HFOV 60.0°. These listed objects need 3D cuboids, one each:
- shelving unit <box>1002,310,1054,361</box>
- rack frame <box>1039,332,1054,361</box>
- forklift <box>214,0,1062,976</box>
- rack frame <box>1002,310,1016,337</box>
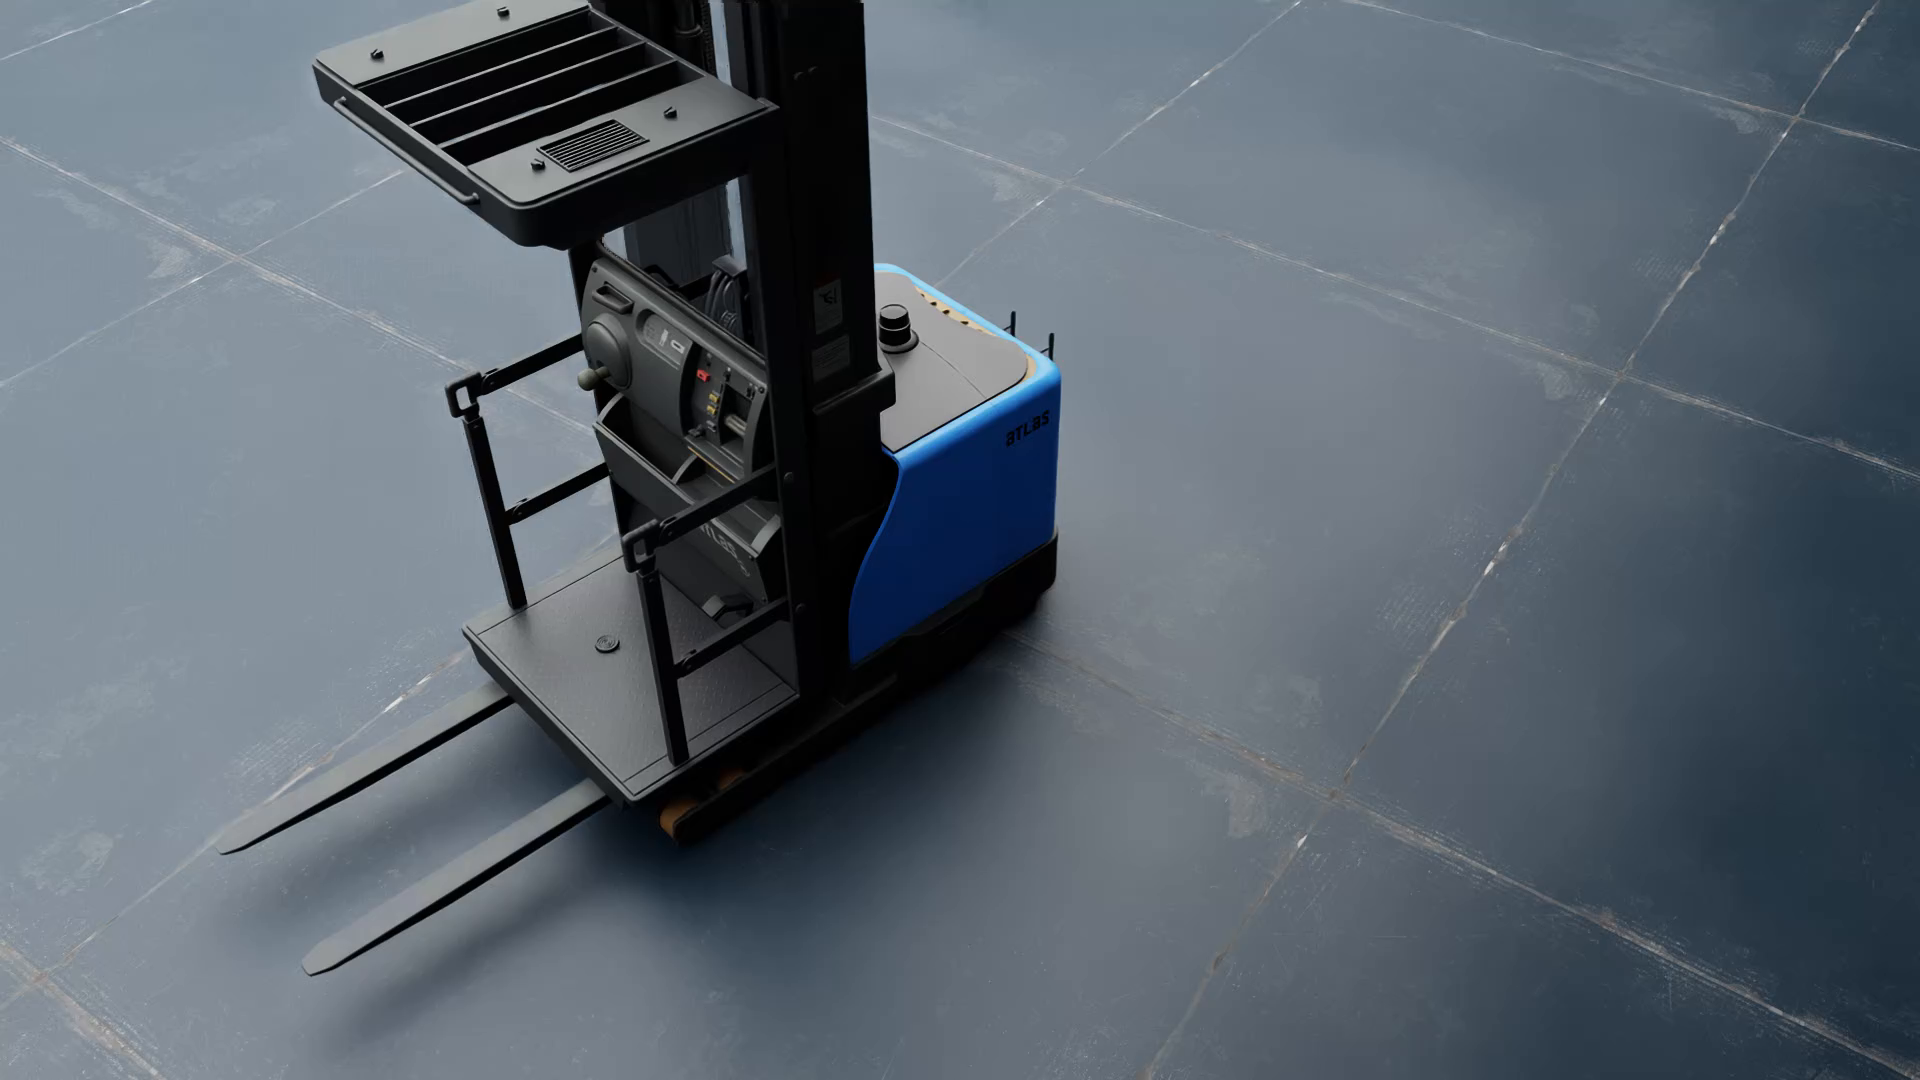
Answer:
[{"bbox_3d":[0.196,-0.443,6.570,0.258,0.900,0.210,-33,51,-31],"label":"shelving unit"},{"bbox_3d":[0.267,-0.394,6.515,0.240,0.900,0.006,-33,51,-31],"label":"rack frame"},{"bbox_3d":[-1.053,-0.471,5.079,3.031,2.935,1.130,-32,51,-30],"label":"forklift"},{"bbox_3d":[0.126,-0.492,6.625,0.240,0.900,0.006,-33,51,-31],"label":"rack frame"}]
